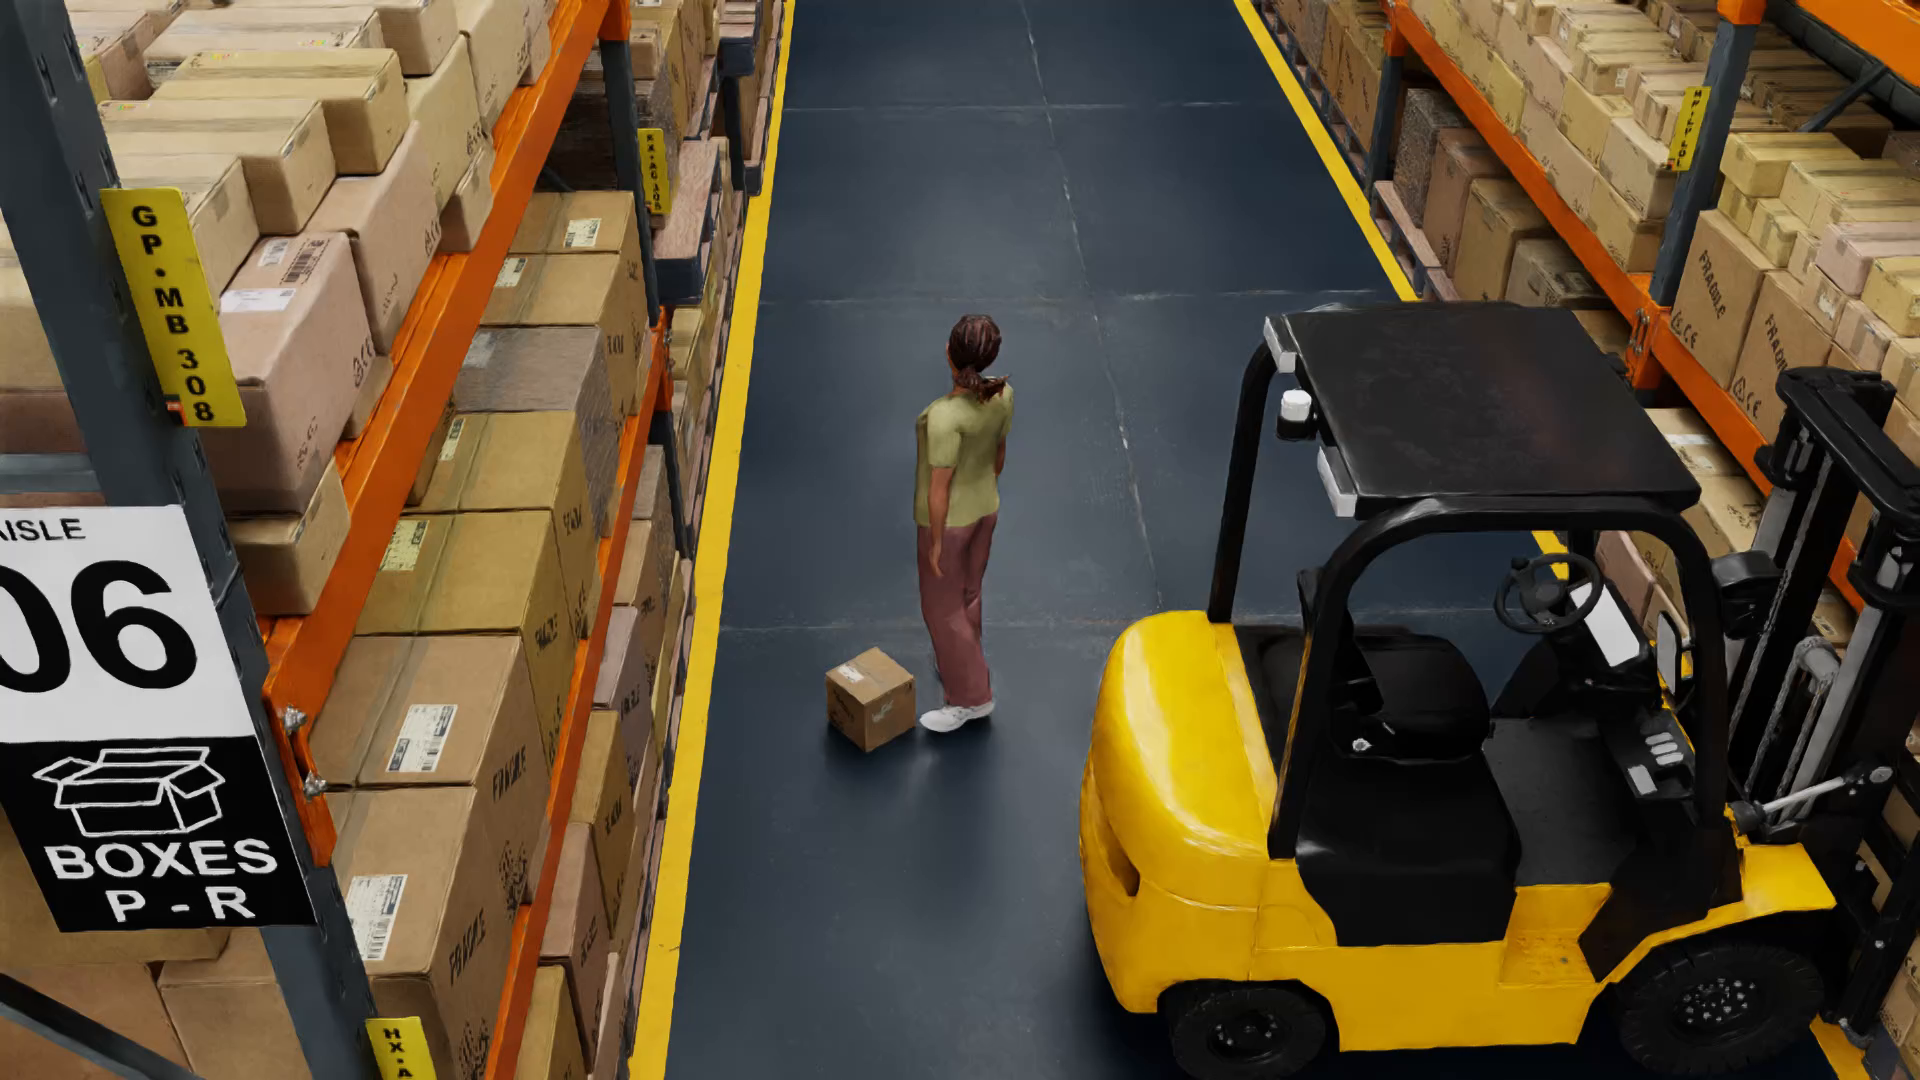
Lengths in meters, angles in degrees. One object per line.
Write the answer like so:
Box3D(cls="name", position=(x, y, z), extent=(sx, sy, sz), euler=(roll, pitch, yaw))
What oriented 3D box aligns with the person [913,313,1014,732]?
Box3D(cls="person", position=(-0.008, -0.058, 6.221), extent=(0.431, 1.679, 0.542), euler=(26, 43, 32))
